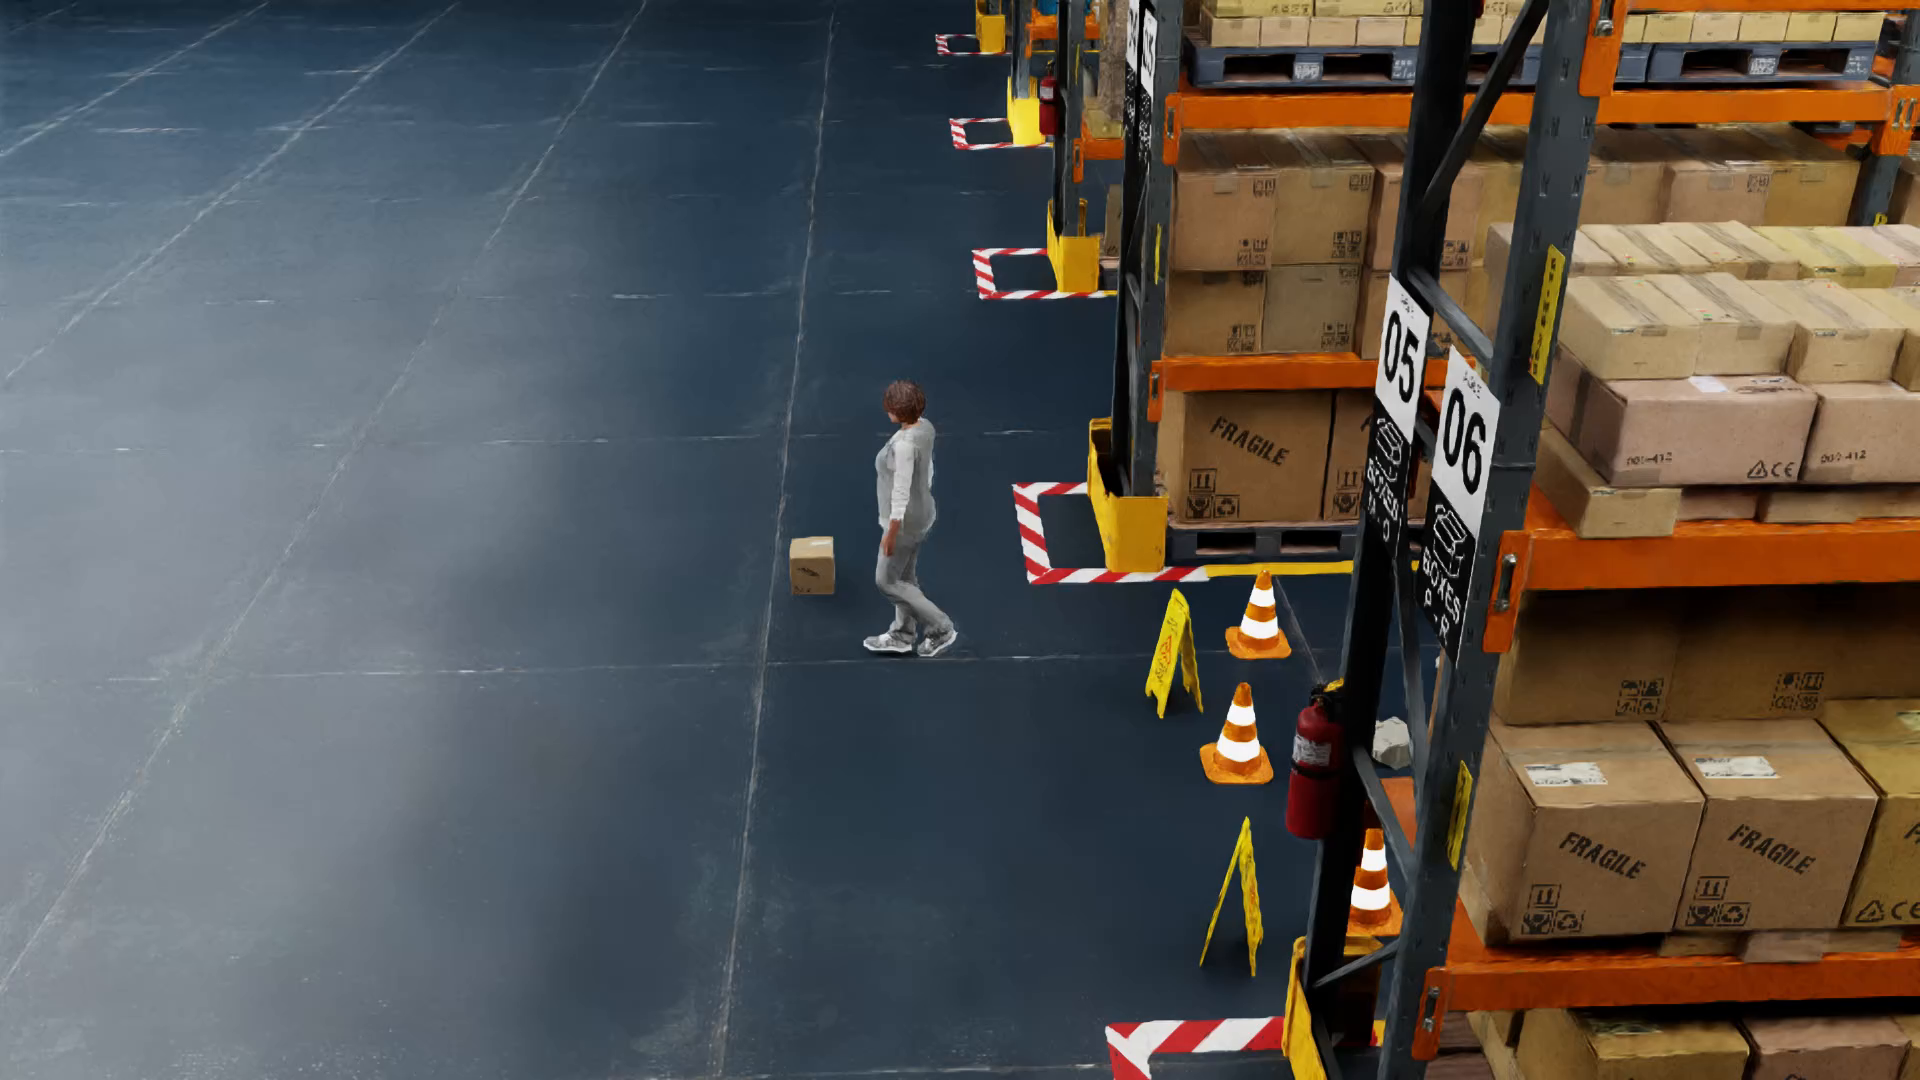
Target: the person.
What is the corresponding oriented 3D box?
[{"bbox_3d":[-0.264,-0.091,8.786,0.538,1.590,0.435,6,29,11],"label":"person"}]
